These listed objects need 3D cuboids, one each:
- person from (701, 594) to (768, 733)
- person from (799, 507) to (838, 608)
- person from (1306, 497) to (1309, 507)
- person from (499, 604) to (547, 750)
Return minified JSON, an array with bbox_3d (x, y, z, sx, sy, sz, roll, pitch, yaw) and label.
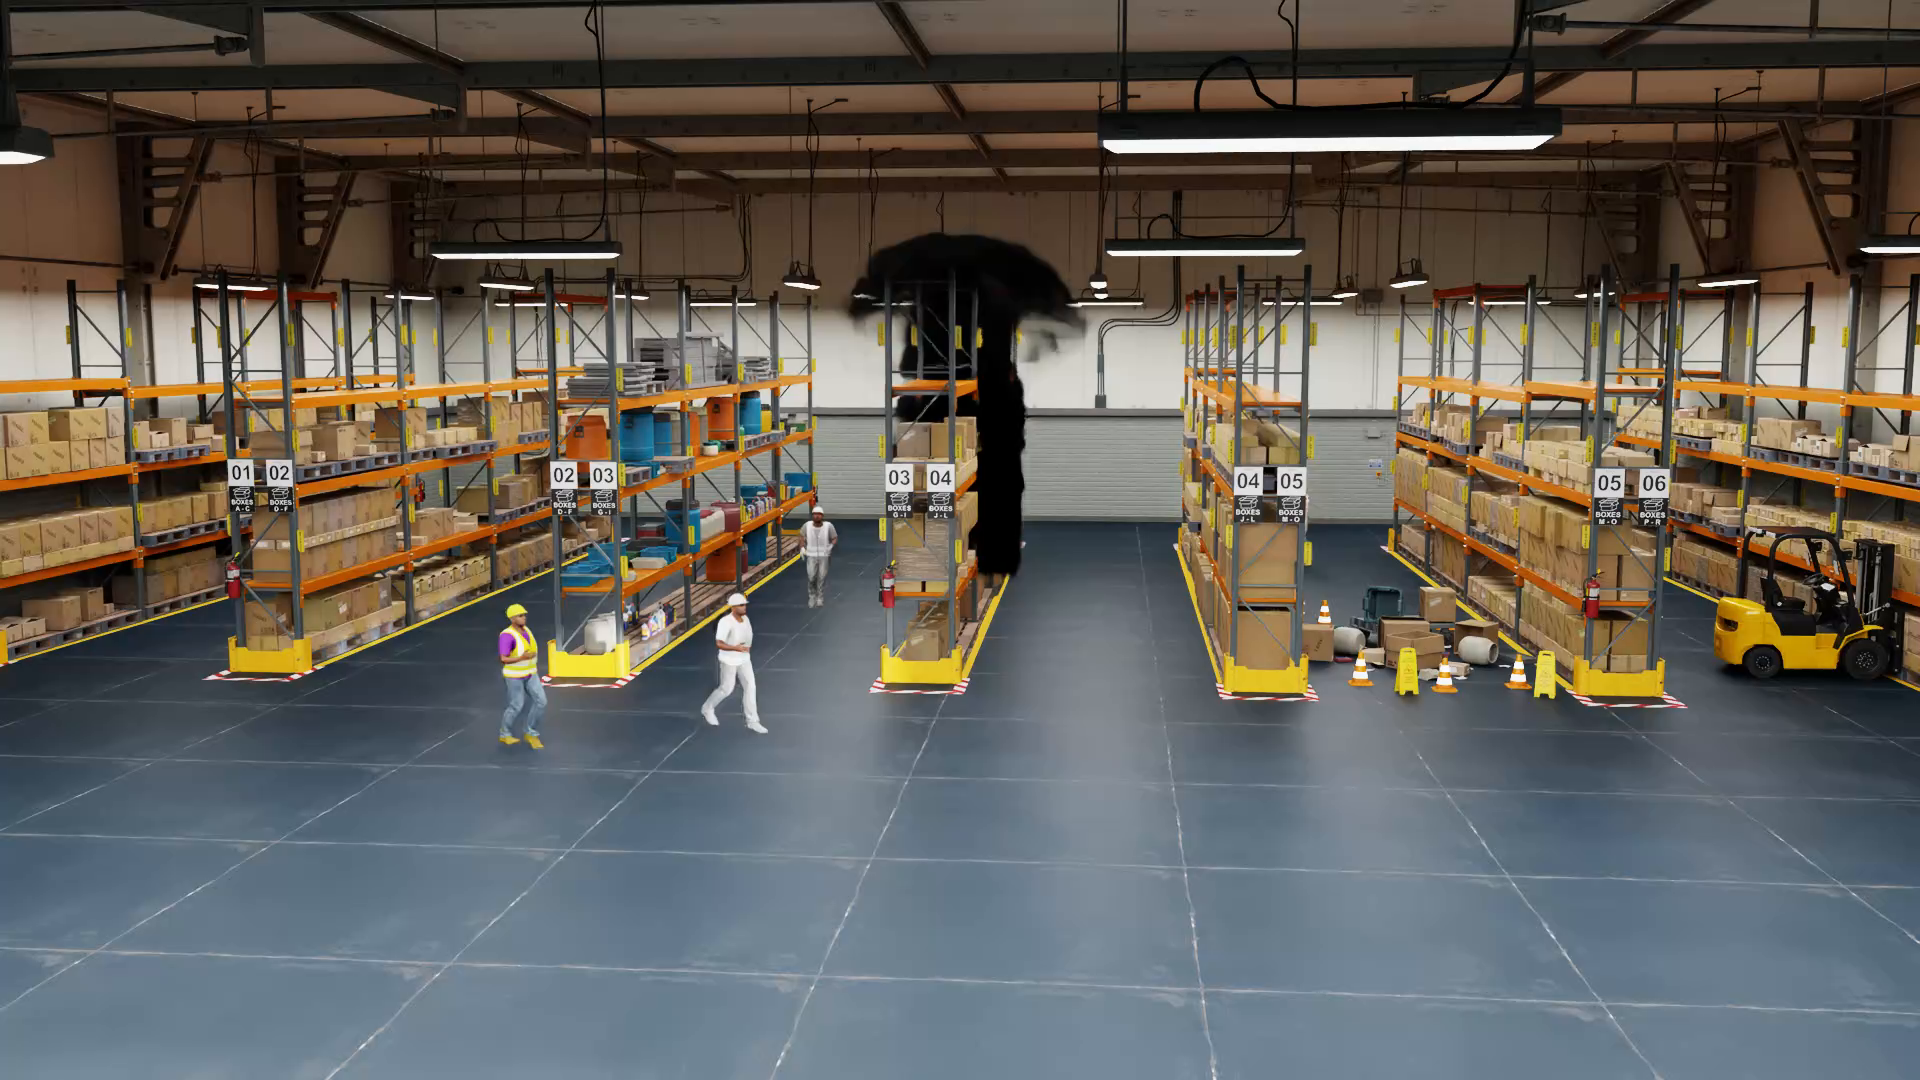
[{"bbox_3d":[-2.894,1.548,21.164,0.980,1.764,0.663,5,9,35],"label":"person"},{"bbox_3d":[-2.483,0.315,29.168,0.685,1.802,0.604,-1,7,-5],"label":"person"},{"bbox_3d":[7.522,-0.444,37.744,0.690,1.855,0.780,-1,7,-4],"label":"person"},{"bbox_3d":[-5.331,1.682,20.234,0.710,1.815,0.676,4,8,28],"label":"person"}]
